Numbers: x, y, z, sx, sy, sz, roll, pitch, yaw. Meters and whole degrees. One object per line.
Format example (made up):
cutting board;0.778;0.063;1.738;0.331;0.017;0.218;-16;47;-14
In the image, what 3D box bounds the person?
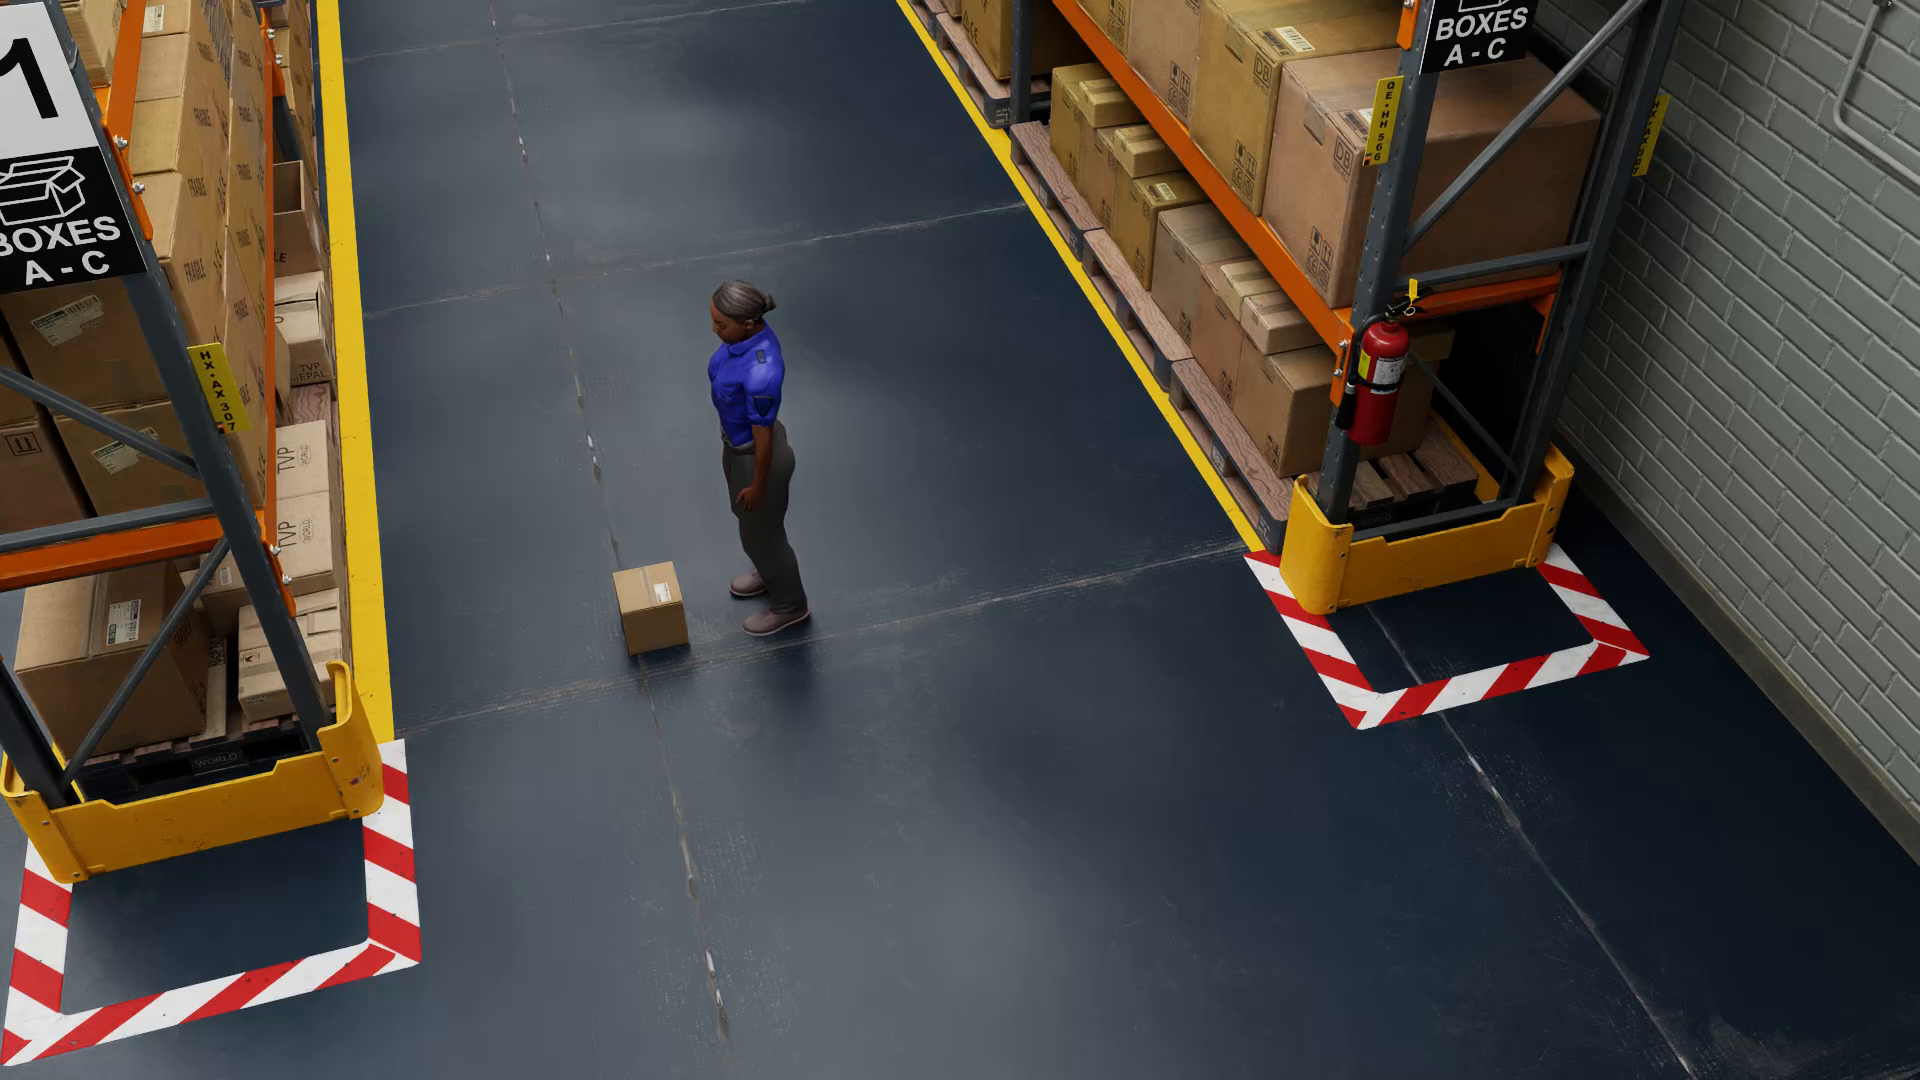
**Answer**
person;-0.805;-0.318;6.525;0.301;1.664;0.438;-11;44;-12
